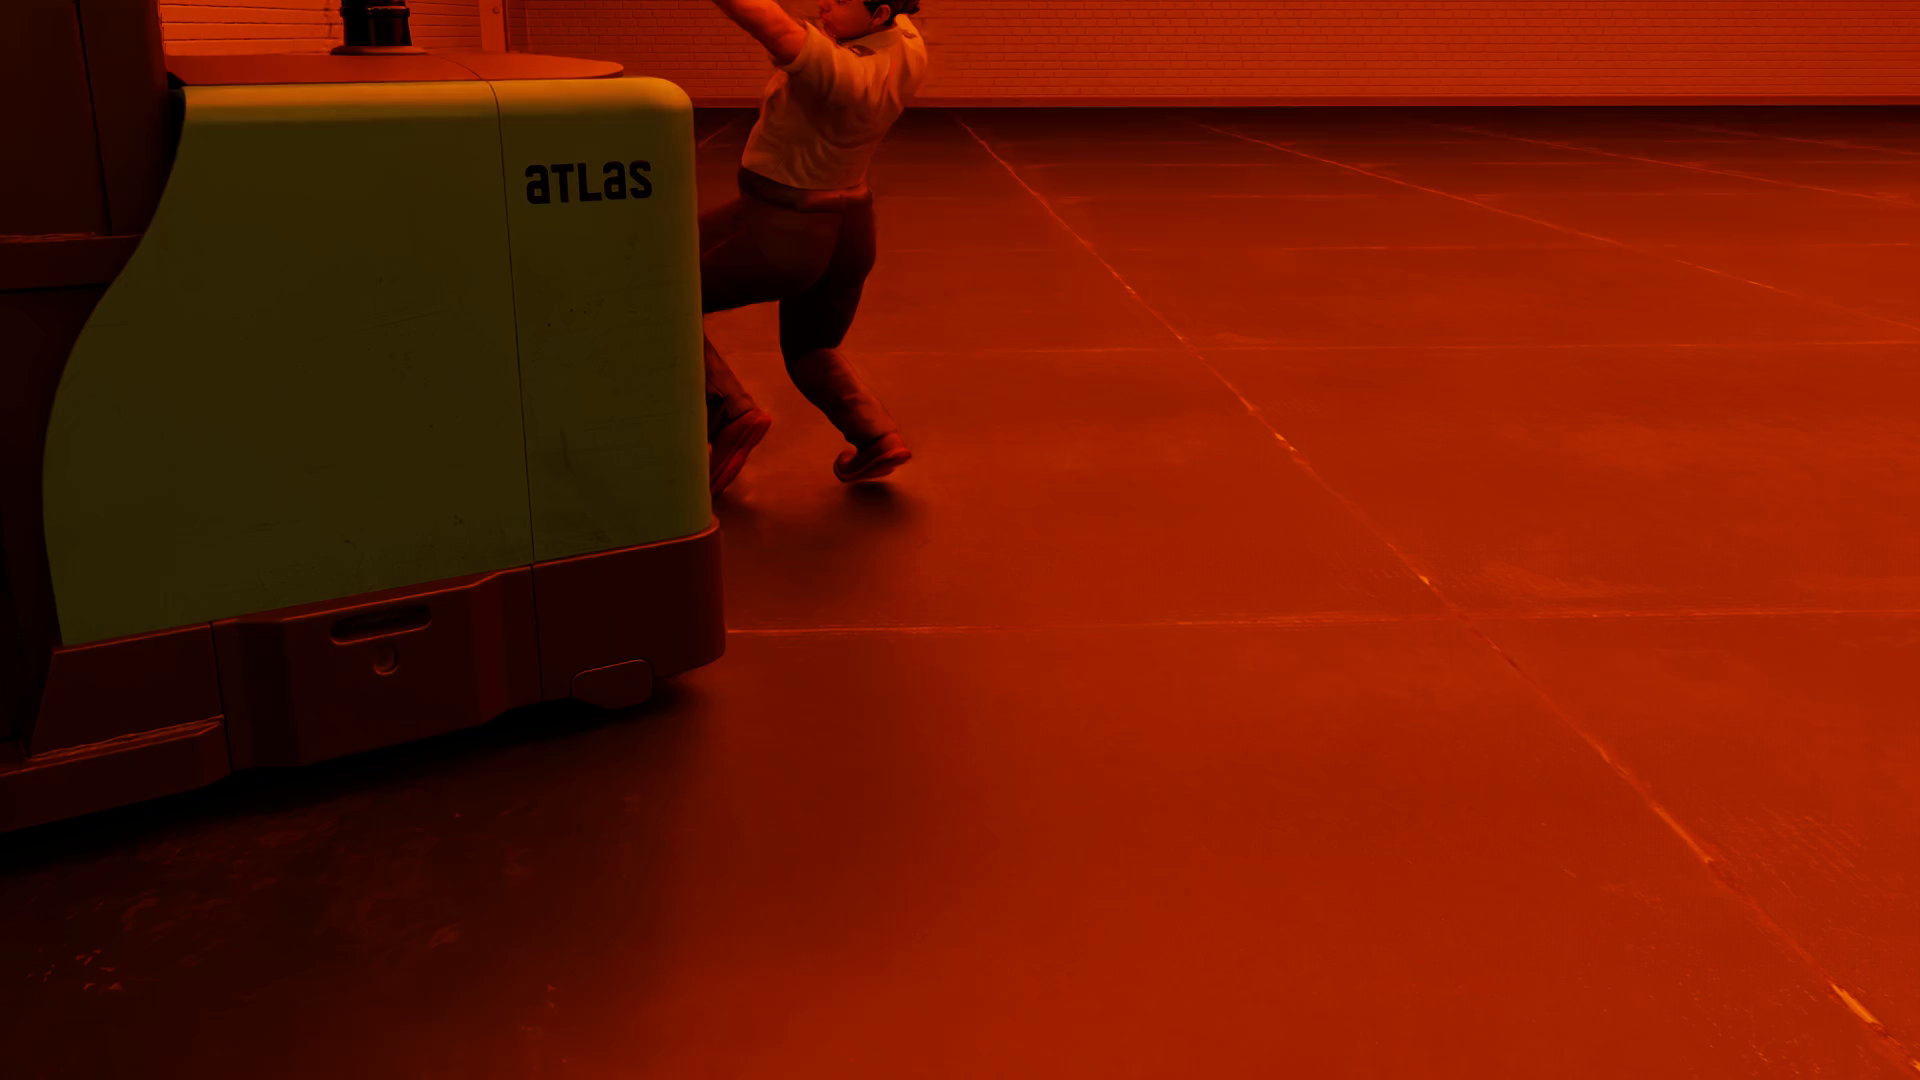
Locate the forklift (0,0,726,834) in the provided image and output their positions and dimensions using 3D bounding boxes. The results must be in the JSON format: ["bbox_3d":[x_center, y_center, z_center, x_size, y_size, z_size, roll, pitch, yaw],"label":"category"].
[{"bbox_3d":[-1.933,-1.001,2.180,3.031,2.935,1.130,-11,20,-32],"label":"forklift"}]

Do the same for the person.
[{"bbox_3d":[-0.530,-0.832,4.031,0.769,1.576,1.011,12,21,34],"label":"person"}]
